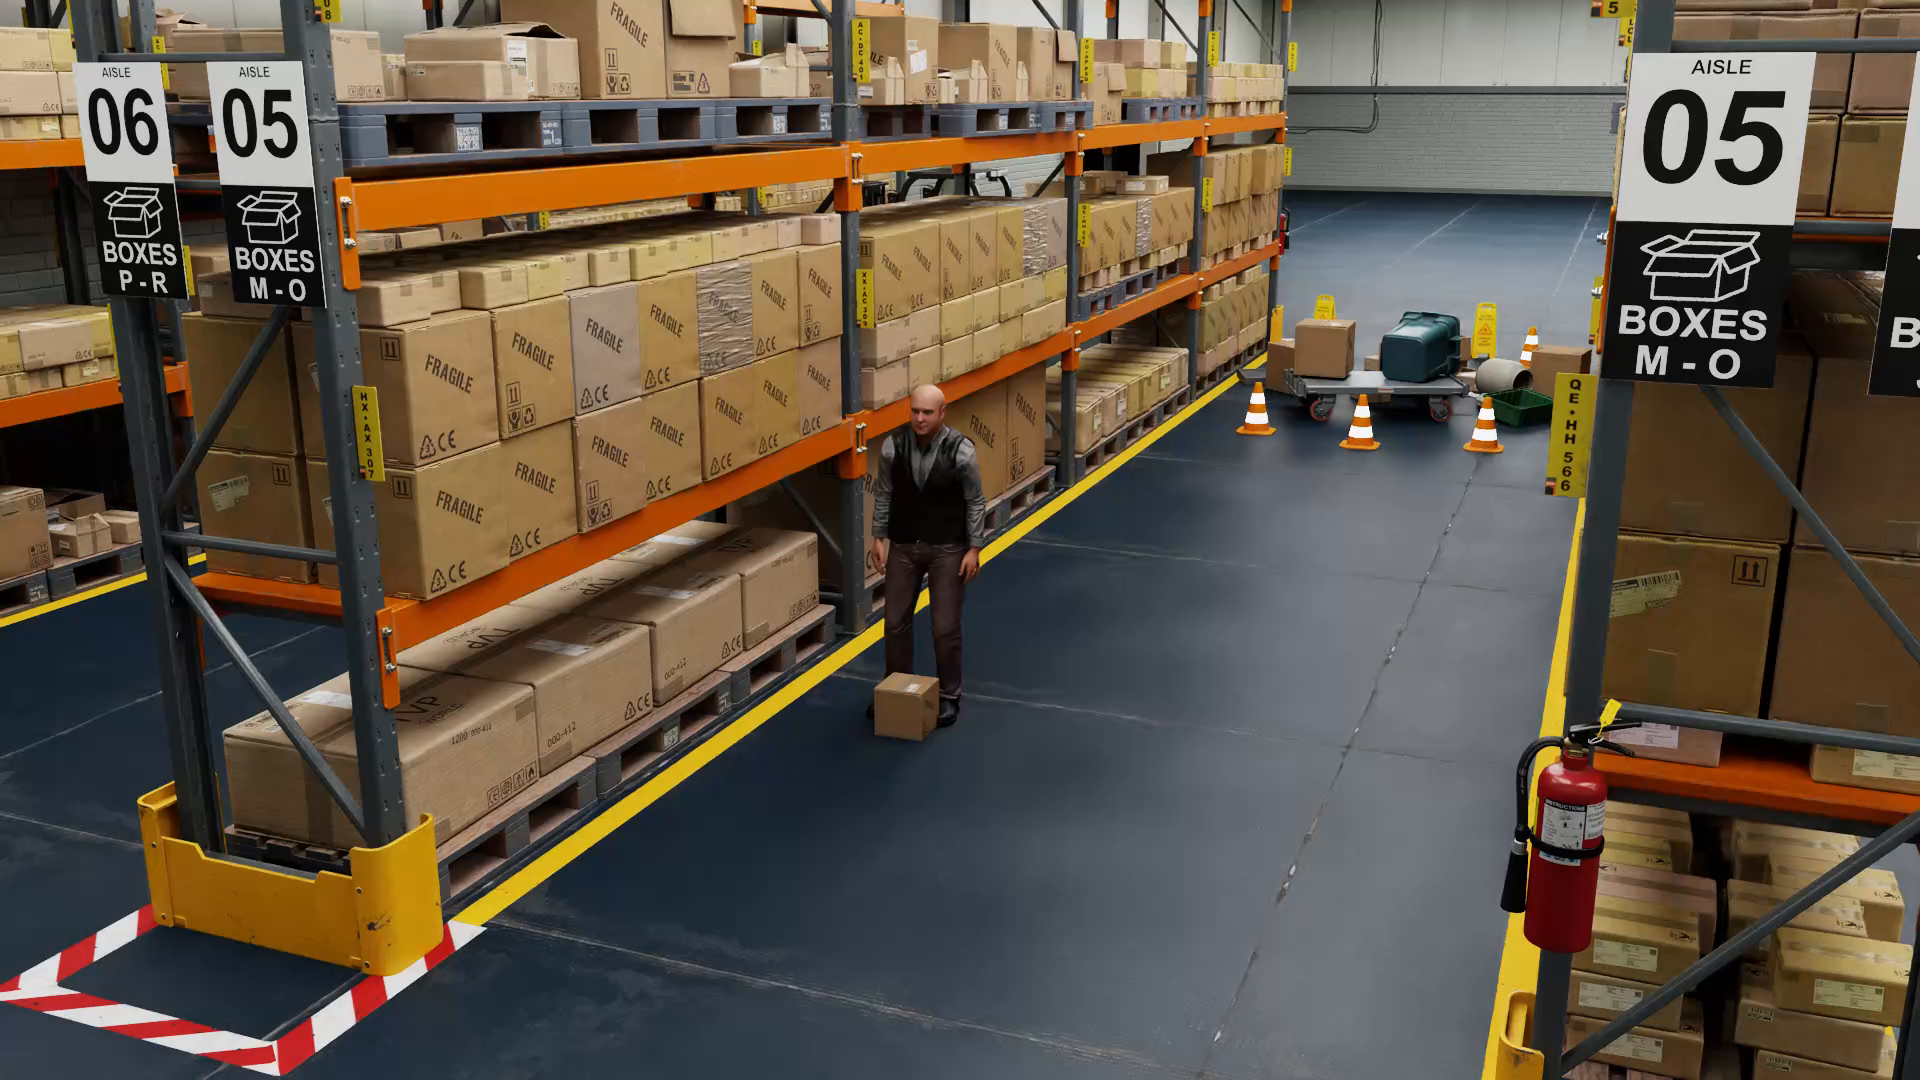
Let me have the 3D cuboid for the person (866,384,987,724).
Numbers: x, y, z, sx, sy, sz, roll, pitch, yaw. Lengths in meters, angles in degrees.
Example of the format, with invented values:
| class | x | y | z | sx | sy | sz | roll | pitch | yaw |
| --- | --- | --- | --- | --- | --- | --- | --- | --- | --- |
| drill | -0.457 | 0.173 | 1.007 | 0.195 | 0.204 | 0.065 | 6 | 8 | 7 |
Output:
| class | x | y | z | sx | sy | sz | roll | pitch | yaw |
| --- | --- | --- | --- | --- | --- | --- | --- | --- | --- |
| person | -0.159 | 0.054 | 8.372 | 0.591 | 1.720 | 0.418 | 5 | 16 | 18 |
